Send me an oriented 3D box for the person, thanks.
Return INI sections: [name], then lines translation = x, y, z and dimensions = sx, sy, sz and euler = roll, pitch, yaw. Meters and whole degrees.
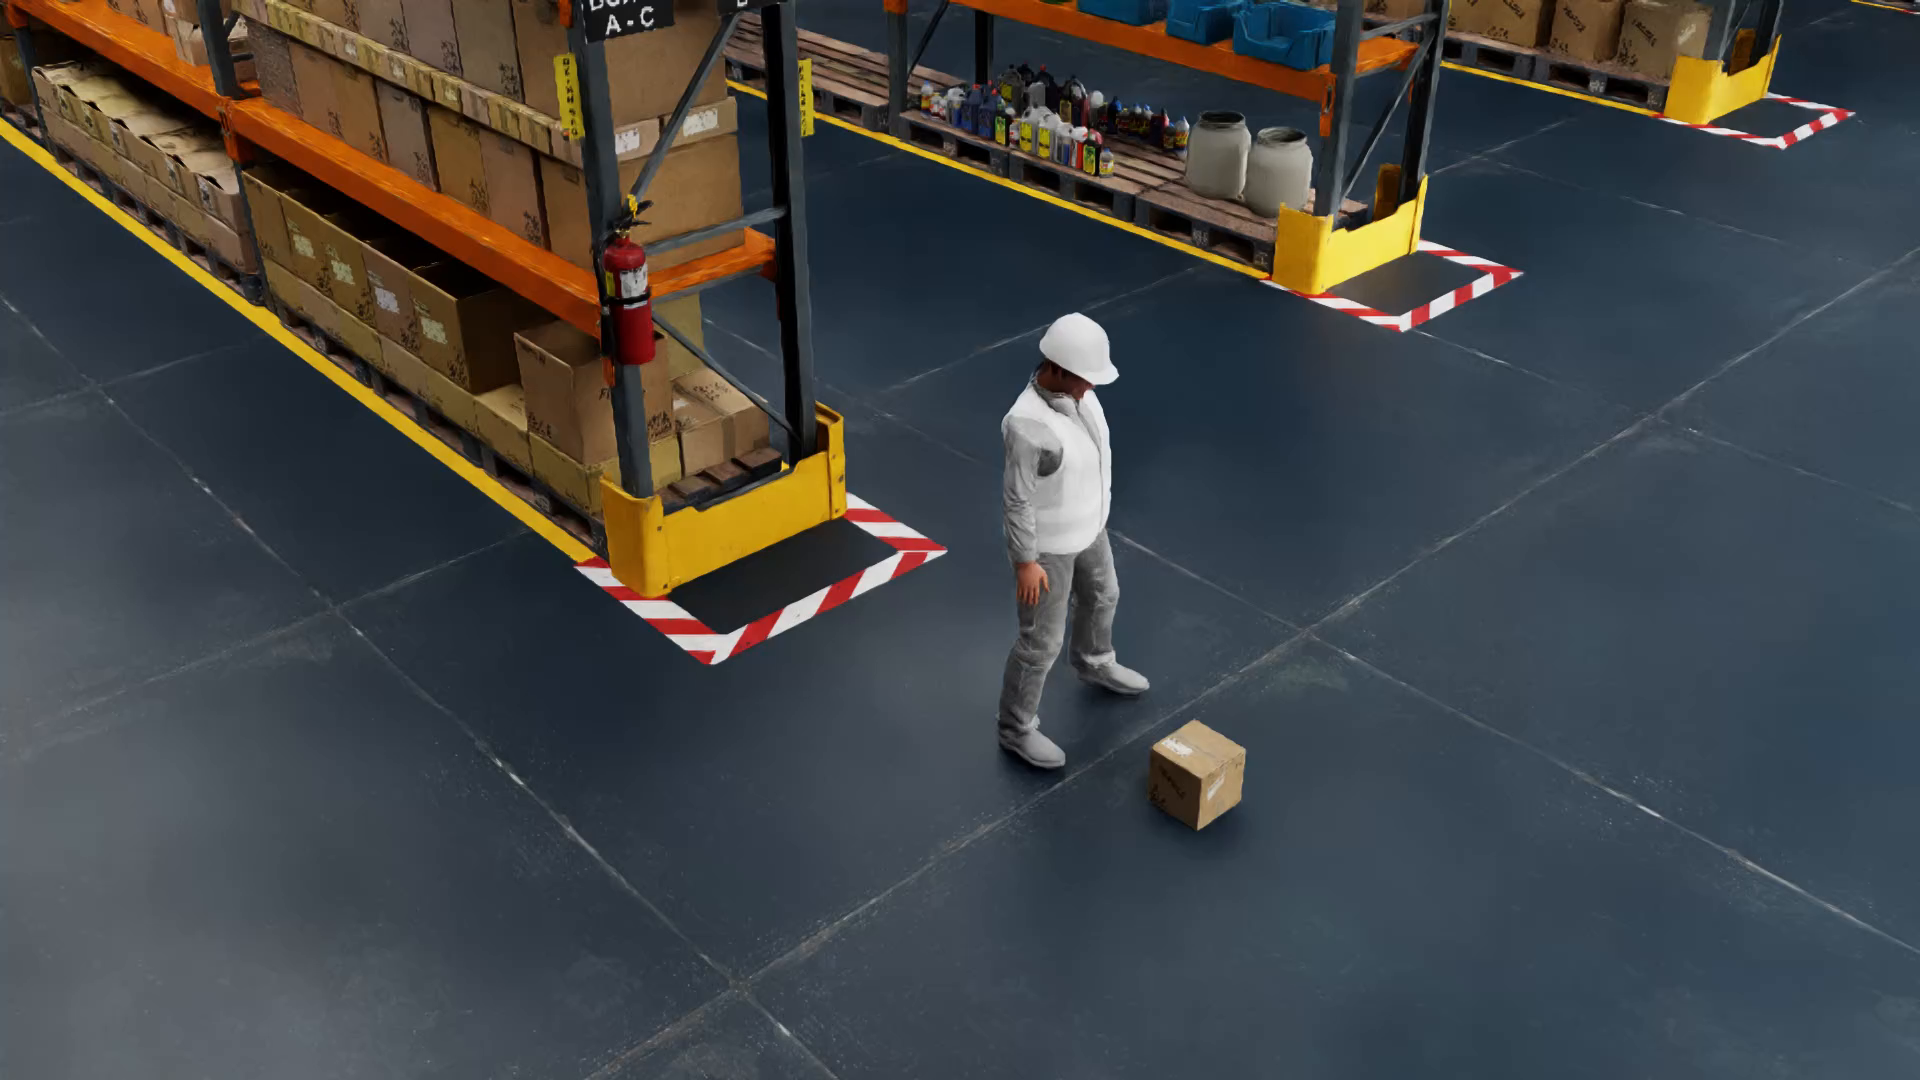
[person]
translation = 0.425, -0.043, 6.145
dimensions = 0.474, 1.763, 0.689
euler = 14, 34, 21
